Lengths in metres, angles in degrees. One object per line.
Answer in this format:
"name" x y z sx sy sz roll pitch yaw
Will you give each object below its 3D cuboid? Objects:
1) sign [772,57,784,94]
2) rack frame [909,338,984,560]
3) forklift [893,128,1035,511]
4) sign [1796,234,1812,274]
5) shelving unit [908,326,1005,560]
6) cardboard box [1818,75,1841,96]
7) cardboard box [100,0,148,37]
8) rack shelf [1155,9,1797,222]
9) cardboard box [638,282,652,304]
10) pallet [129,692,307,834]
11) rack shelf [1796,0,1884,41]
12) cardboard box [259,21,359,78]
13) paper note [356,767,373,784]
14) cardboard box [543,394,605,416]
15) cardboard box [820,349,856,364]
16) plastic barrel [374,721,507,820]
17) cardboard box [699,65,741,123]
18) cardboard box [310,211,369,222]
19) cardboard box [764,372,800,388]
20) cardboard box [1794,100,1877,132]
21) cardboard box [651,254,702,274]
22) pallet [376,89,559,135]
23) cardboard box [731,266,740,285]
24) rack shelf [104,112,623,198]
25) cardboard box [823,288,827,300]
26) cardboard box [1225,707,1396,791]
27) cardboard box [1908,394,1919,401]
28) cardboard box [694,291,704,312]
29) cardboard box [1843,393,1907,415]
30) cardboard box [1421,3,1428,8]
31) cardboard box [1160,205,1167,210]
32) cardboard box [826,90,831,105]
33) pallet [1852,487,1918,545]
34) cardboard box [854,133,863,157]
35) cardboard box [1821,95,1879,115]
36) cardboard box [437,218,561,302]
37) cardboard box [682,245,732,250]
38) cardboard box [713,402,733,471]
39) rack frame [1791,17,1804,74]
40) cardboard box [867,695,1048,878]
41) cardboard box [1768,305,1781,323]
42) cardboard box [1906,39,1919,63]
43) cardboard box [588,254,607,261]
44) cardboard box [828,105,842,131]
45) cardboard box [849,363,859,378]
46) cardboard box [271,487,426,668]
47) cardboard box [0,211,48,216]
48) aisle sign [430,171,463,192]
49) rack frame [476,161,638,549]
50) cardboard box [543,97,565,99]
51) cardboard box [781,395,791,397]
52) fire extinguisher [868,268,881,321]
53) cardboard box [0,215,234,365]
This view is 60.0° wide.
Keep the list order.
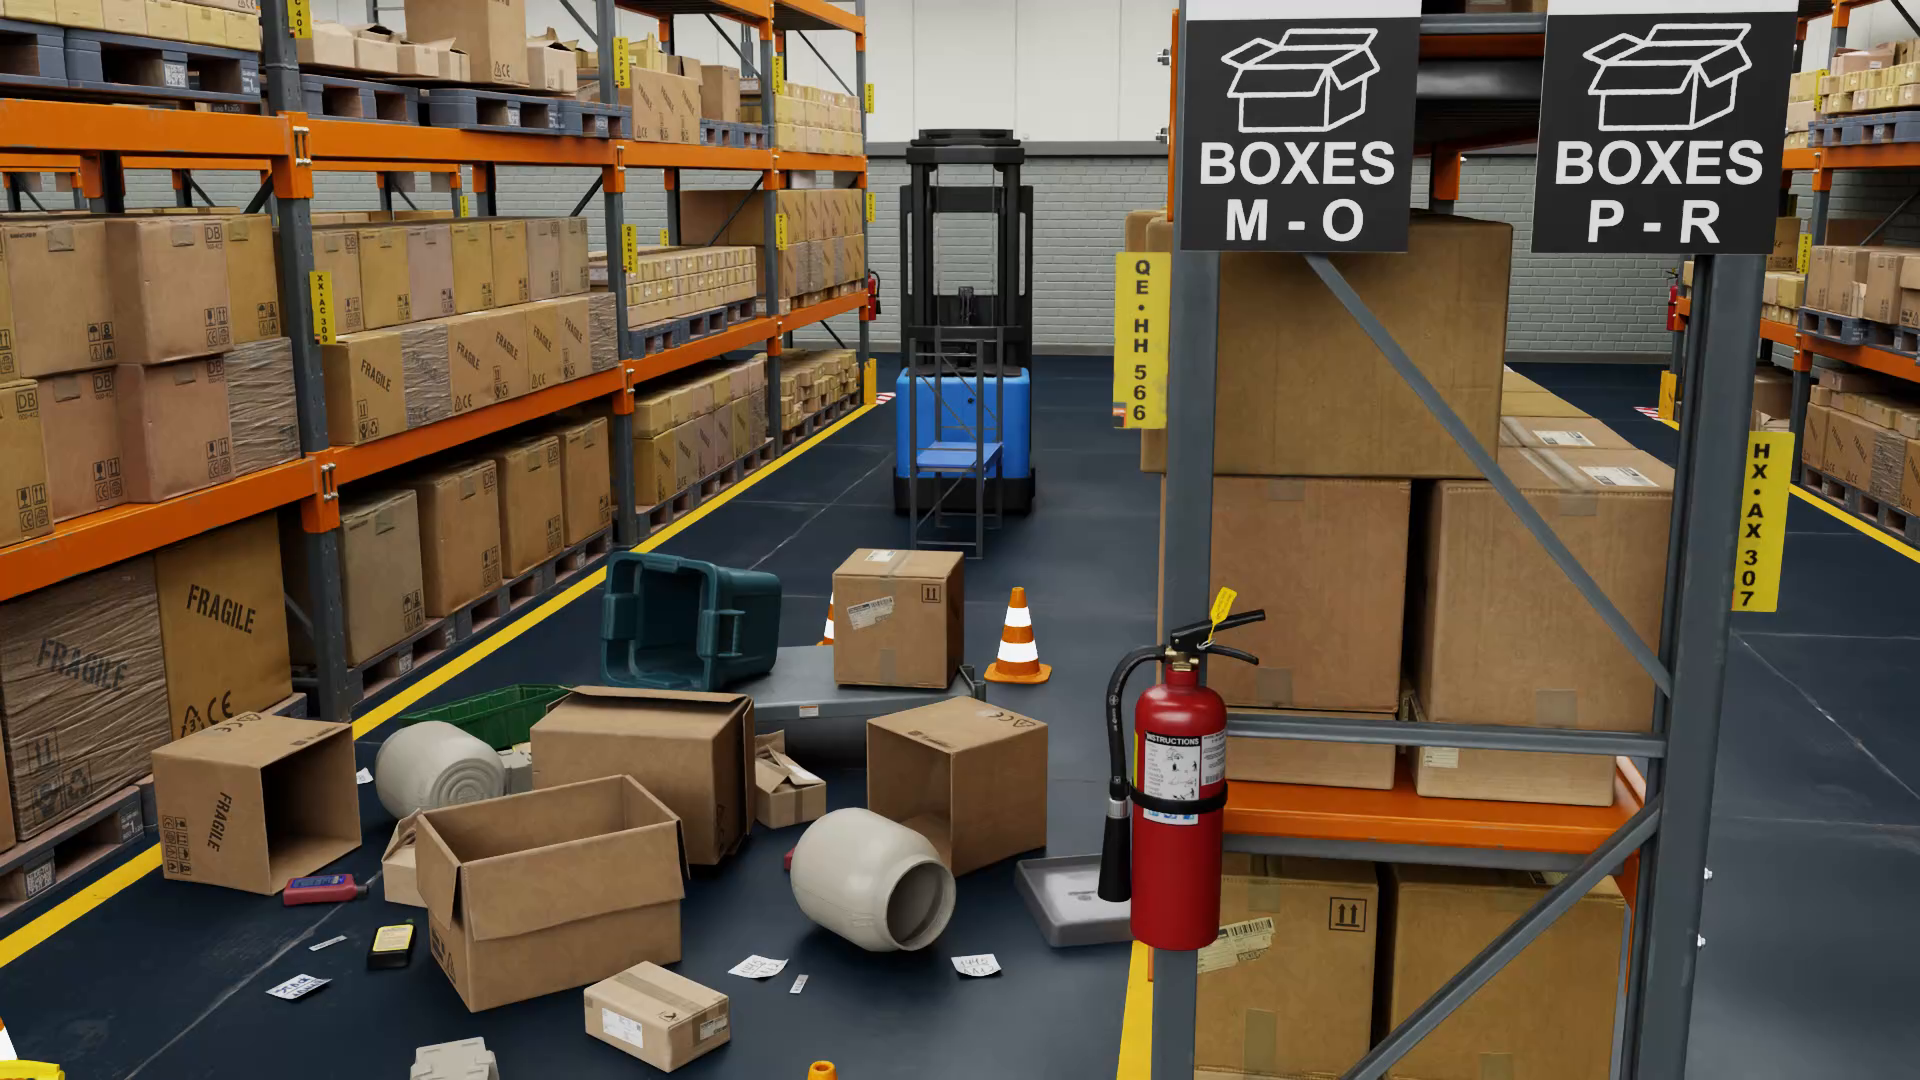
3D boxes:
"sign" -1.630 -4.158 14.883 0.100 0.325 0.005 2 12 9
"rack frame" -0.091 -0.610 11.262 0.500 1.500 0.032 2 12 9
"forklift" 0.059 -1.920 13.945 1.130 2.935 3.031 0 12 1
"sign" 7.095 -2.403 13.969 0.100 0.325 0.005 2 12 9
"shelving unit" -0.013 -0.715 11.753 0.538 1.500 1.048 2 12 9
"cardboard box" 7.153 -3.659 13.387 0.380 0.149 0.250 2 12 10
"cardboard box" -3.266 -1.950 6.163 0.380 0.149 0.250 2 12 9
"rack shelf" 1.190 -1.157 4.829 1.077 0.370 4.000 2 12 9
"cardboard box" -2.482 -1.809 12.161 0.380 0.149 0.250 2 12 11
"pallet" -3.604 0.921 7.219 1.003 0.211 1.213 2 12 9
"rack shelf" 7.940 -4.960 15.362 1.077 0.370 4.000 2 12 9
"cardboard box" -3.437 -2.509 8.518 0.500 0.250 0.500 2 12 8
"paper note" -2.618 1.023 7.175 0.147 0.020 0.142 -7 14 -30
"cardboard box" -2.948 -0.931 12.351 0.500 0.250 0.500 2 12 7
"cardboard box" -1.395 -2.080 18.883 0.380 0.149 0.250 2 12 9
"plastic barrel" -2.068 0.947 6.593 0.421 0.421 0.512 -10 16 -40
"cardboard box" -2.346 -3.908 14.655 0.700 0.500 0.500 2 12 9
"cardboard box" -6.941 -3.413 18.580 0.500 0.500 0.500 2 12 7
"cardboard box" -1.813 -1.595 16.634 0.380 0.149 0.250 2 12 7
"cardboard box" 7.459 -3.611 14.158 0.500 0.250 0.500 2 12 9
"cardboard box" -2.289 -2.219 13.358 0.380 0.149 0.250 2 12 8
"pallet" -3.010 -2.436 9.505 1.003 0.211 1.213 2 12 11
"cardboard box" -2.126 -2.295 14.418 0.380 0.149 0.250 2 12 11
"rack shelf" -3.102 -2.129 9.339 1.077 0.370 4.000 2 12 9
"cardboard box" -1.620 -2.631 17.677 0.380 0.149 0.250 1 12 6
"cardboard box" 0.728 0.412 3.557 0.380 0.149 0.250 2 12 11
"cardboard box" 7.797 -1.072 13.247 0.380 0.149 0.250 2 12 9
"cardboard box" -2.283 -1.930 13.427 0.380 0.149 0.250 1 12 7
"cardboard box" 7.320 -1.084 13.301 0.380 0.149 0.250 1 12 6
"cardboard box" 1.365 -1.473 4.239 0.500 0.250 0.500 2 12 10
"cardboard box" 1.011 -0.848 5.490 0.700 0.500 0.500 2 12 7
"cardboard box" -1.553 -4.584 17.246 0.380 0.149 0.250 2 12 10
"pallet" 7.360 -0.175 12.306 1.003 0.211 1.213 2 12 9
"cardboard box" -1.373 -4.386 18.459 0.500 0.250 0.500 2 12 7
"cardboard box" 7.194 -3.512 13.413 0.380 0.149 0.250 2 12 10
"cardboard box" -2.950 -1.770 10.474 0.700 0.500 0.500 2 12 8
"cardboard box" -2.384 -2.567 15.843 0.500 0.500 0.500 2 12 9
"cardboard box" -2.207 -0.871 13.851 0.500 0.500 0.500 2 12 7
"rack frame" 8.248 -5.729 17.217 1.000 3.000 0.127 2 12 9
"cardboard box" -0.012 0.941 6.434 0.500 0.500 0.500 -10 16 -40
"cardboard box" 7.467 -2.025 14.868 0.380 0.149 0.250 2 12 10
"cardboard box" 7.645 -3.787 13.000 0.396 0.266 0.258 2 12 9
"cardboard box" -2.971 -2.190 13.222 0.380 0.149 0.250 2 12 11
"cardboard box" -1.542 -4.416 17.414 0.500 0.250 0.500 2 12 9
"cardboard box" -1.363 -1.934 18.911 0.380 0.149 0.250 2 12 7
"cardboard box" -3.403 0.164 8.453 1.050 0.750 0.750 2 12 8
"cardboard box" -7.551 -2.303 12.942 0.797 0.503 0.637 2 12 11
"aisle sign" -6.142 -4.554 19.832 0.394 0.787 0.004 2 12 9
"rack frame" -2.794 -1.431 11.511 1.000 3.000 0.127 2 12 9
"cardboard box" -2.958 -3.073 11.774 0.500 0.500 0.500 2 12 9
"cardboard box" -1.857 -1.341 16.160 0.380 0.149 0.250 2 12 9
"fire extinguisher" -1.069 -2.913 19.460 0.296 0.674 0.183 2 12 9
"cardboard box" -3.470 -1.005 6.618 0.875 0.550 0.550 2 12 9
